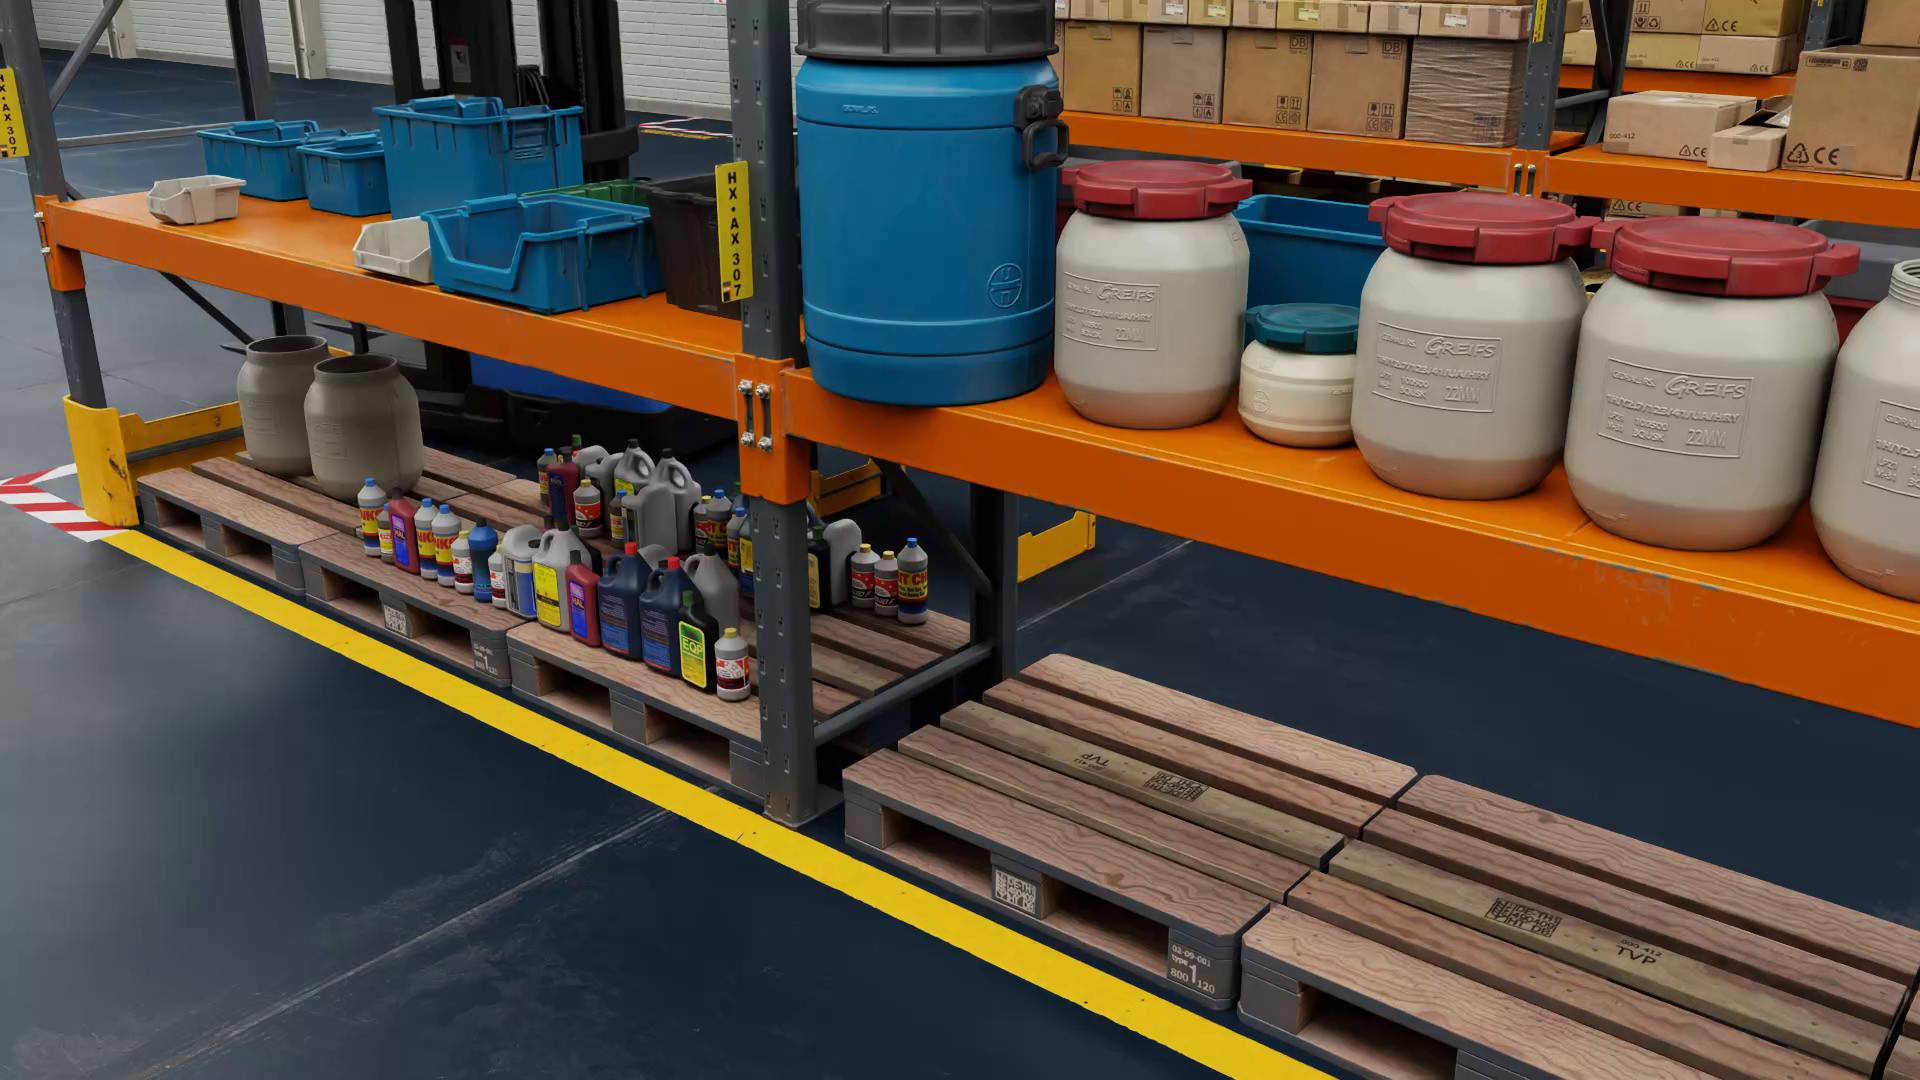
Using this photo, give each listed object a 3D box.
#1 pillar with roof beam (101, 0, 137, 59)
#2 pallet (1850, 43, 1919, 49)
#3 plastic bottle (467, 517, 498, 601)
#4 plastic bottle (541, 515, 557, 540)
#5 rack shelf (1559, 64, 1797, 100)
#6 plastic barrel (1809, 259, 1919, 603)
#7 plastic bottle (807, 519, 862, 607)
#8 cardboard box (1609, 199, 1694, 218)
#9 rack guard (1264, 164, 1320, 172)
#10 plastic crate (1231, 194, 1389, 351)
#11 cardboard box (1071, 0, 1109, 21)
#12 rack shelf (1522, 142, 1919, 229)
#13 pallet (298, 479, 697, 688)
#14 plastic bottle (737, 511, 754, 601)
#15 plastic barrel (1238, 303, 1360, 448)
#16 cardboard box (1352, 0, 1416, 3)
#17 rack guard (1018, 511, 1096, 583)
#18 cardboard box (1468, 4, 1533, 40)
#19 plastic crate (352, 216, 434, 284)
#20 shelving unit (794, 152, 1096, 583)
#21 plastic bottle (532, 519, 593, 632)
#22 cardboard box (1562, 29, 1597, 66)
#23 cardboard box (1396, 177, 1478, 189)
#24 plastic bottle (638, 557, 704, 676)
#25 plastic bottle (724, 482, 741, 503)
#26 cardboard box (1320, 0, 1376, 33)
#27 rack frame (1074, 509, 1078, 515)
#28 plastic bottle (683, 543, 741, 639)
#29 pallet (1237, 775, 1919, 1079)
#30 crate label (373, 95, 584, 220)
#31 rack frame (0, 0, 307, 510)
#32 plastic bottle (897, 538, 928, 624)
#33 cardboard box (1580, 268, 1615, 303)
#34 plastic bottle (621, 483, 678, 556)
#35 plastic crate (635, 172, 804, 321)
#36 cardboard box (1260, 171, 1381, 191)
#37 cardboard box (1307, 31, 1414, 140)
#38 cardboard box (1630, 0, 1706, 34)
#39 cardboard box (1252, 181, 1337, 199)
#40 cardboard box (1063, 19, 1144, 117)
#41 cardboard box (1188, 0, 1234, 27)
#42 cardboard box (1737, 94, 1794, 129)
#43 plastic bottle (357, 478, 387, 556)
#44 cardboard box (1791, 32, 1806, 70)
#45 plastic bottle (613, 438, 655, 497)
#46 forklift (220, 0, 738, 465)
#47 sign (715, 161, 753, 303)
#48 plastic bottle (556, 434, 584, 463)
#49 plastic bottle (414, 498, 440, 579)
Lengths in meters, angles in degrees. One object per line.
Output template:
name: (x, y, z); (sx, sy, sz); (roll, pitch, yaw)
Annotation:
pillar with roof beam: (-17.243, -11.420, 24.199); (0.400, 9.000, 9.100); (16, 26, 36)
pallet: (6.582, -3.163, 11.076); (1.213, 0.211, 1.003); (16, 26, 36)
plastic bottle: (-1.574, 0.058, 5.508); (0.097, 0.271, 0.097); (0, 21, 0)
plastic bottle: (-1.319, 0.064, 5.473); (0.133, 0.283, 0.061); (16, 26, 36)
rack shelf: (4.532, -3.572, 12.910); (4.000, 0.370, 1.077); (16, 26, 36)
plastic barrel: (1.658, -0.180, 2.735); (0.421, 0.512, 0.421); (0, 21, 0)
plastic bottle: (-0.420, 0.059, 5.499); (0.135, 0.276, 0.152); (17, 27, 38)
cardboard box: (5.253, -2.720, 12.548); (0.500, 0.500, 0.500); (14, 25, 32)
rack guard: (3.042, -3.169, 14.362); (0.348, 0.500, 1.175); (16, 26, 36)
plastic crate: (0.869, -0.586, 3.994); (0.575, 0.384, 0.392); (16, 26, 36)
cardboard box: (0.822, -2.974, 9.243); (0.250, 0.149, 0.380); (15, 25, 35)
rack shelf: (4.502, -1.325, 6.950); (4.000, 0.370, 1.077); (16, 26, 36)
pallet: (-1.626, 0.117, 6.059); (1.213, 0.211, 1.003); (16, 26, 36)
plastic bottle: (-0.636, 0.025, 5.481); (0.185, 0.351, 0.144); (16, 26, 36)
plastic barrel: (0.746, -0.353, 3.548); (0.301, 0.262, 0.301); (0, 21, 0)
cardboard box: (2.213, -2.971, 8.316); (0.500, 0.500, 0.700); (16, 26, 36)
rack guard: (0.327, -0.023, 6.375); (0.087, 0.250, 0.587); (16, 26, 36)
cardboard box: (2.607, -2.460, 7.880); (0.250, 0.149, 0.380); (16, 26, 36)
plastic crate: (-1.600, -0.924, 5.241); (0.437, 0.136, 0.530); (16, 26, 36)
shelving unit: (-0.059, -0.719, 6.449); (1.083, 1.500, 0.587); (16, 26, 36)
plastic bottle: (-1.262, 0.099, 5.284); (0.185, 0.351, 0.144); (16, 26, 36)
cardboard box: (4.743, -3.646, 12.270); (0.500, 0.250, 0.500); (16, 26, 36)
cardboard box: (3.904, -2.997, 13.551); (0.500, 0.311, 0.500); (19, 28, 41)
plastic bottle: (-0.863, 0.214, 4.980); (0.185, 0.351, 0.144); (15, 25, 35)
plastic bottle: (-0.793, -0.073, 5.837); (0.133, 0.283, 0.061); (18, 27, 39)
cardboard box: (2.008, -2.632, 8.335); (0.250, 0.149, 0.380); (16, 26, 36)
rack frame: (0.328, -0.607, 6.153); (0.032, 1.500, 0.500); (16, 26, 36)
plastic bottle: (-0.772, 0.175, 5.084); (0.185, 0.351, 0.144); (16, 26, 36)
pallet: (1.400, 0.987, 3.752); (1.213, 0.211, 1.003); (16, 26, 36)
crate label: (-1.684, -1.327, 5.885); (0.616, 0.435, 0.502); (16, 26, 36)
rack frame: (-3.281, -1.647, 6.784); (0.127, 3.000, 1.000); (16, 26, 36)
plastic bottle: (-0.152, 0.125, 5.328); (0.097, 0.271, 0.097); (0, 21, 0)
cardboard box: (3.115, -1.120, 7.893); (0.500, 0.311, 0.500); (16, 26, 36)
plastic bottle: (-1.095, -0.070, 5.840); (0.135, 0.276, 0.152); (16, 26, 36)
plastic crate: (-0.507, -0.877, 4.831); (0.504, 0.338, 0.767); (16, 26, 36)
cardboard box: (2.017, -1.781, 9.378); (0.500, 0.500, 0.500); (16, 26, 36)
cardboard box: (2.192, -2.368, 8.554); (0.500, 0.500, 0.700); (16, 26, 36)
cardboard box: (5.130, -3.883, 11.837); (0.500, 0.500, 0.500); (16, 26, 36)
cardboard box: (1.685, -1.637, 8.998); (0.500, 0.500, 0.500); (16, 26, 36)
cardboard box: (0.998, -2.711, 9.465); (0.500, 0.500, 0.700); (16, 26, 37)
cardboard box: (1.416, -2.802, 8.787); (0.250, 0.149, 0.380); (17, 27, 38)
cardboard box: (3.750, -1.899, 7.643); (0.258, 0.266, 0.396); (15, 26, 35)
plastic bottle: (-2.074, -0.086, 5.890); (0.097, 0.271, 0.097); (0, 21, 0)
cardboard box: (5.853, -3.565, 12.056); (0.500, 0.250, 0.500); (16, 26, 37)
plastic bottle: (-1.165, -0.193, 6.059); (0.185, 0.351, 0.144); (17, 27, 38)
forklift: (-2.412, -2.037, 7.916); (3.031, 2.935, 1.130); (11, 23, 26)
sign: (-0.539, -0.736, 3.977); (0.005, 0.325, 0.100); (16, 26, 36)
plastic bottle: (-1.479, -0.271, 6.361); (0.133, 0.283, 0.061); (17, 26, 38)
plastic bottle: (-1.808, -0.010, 5.687); (0.097, 0.271, 0.097); (0, 21, 0)
